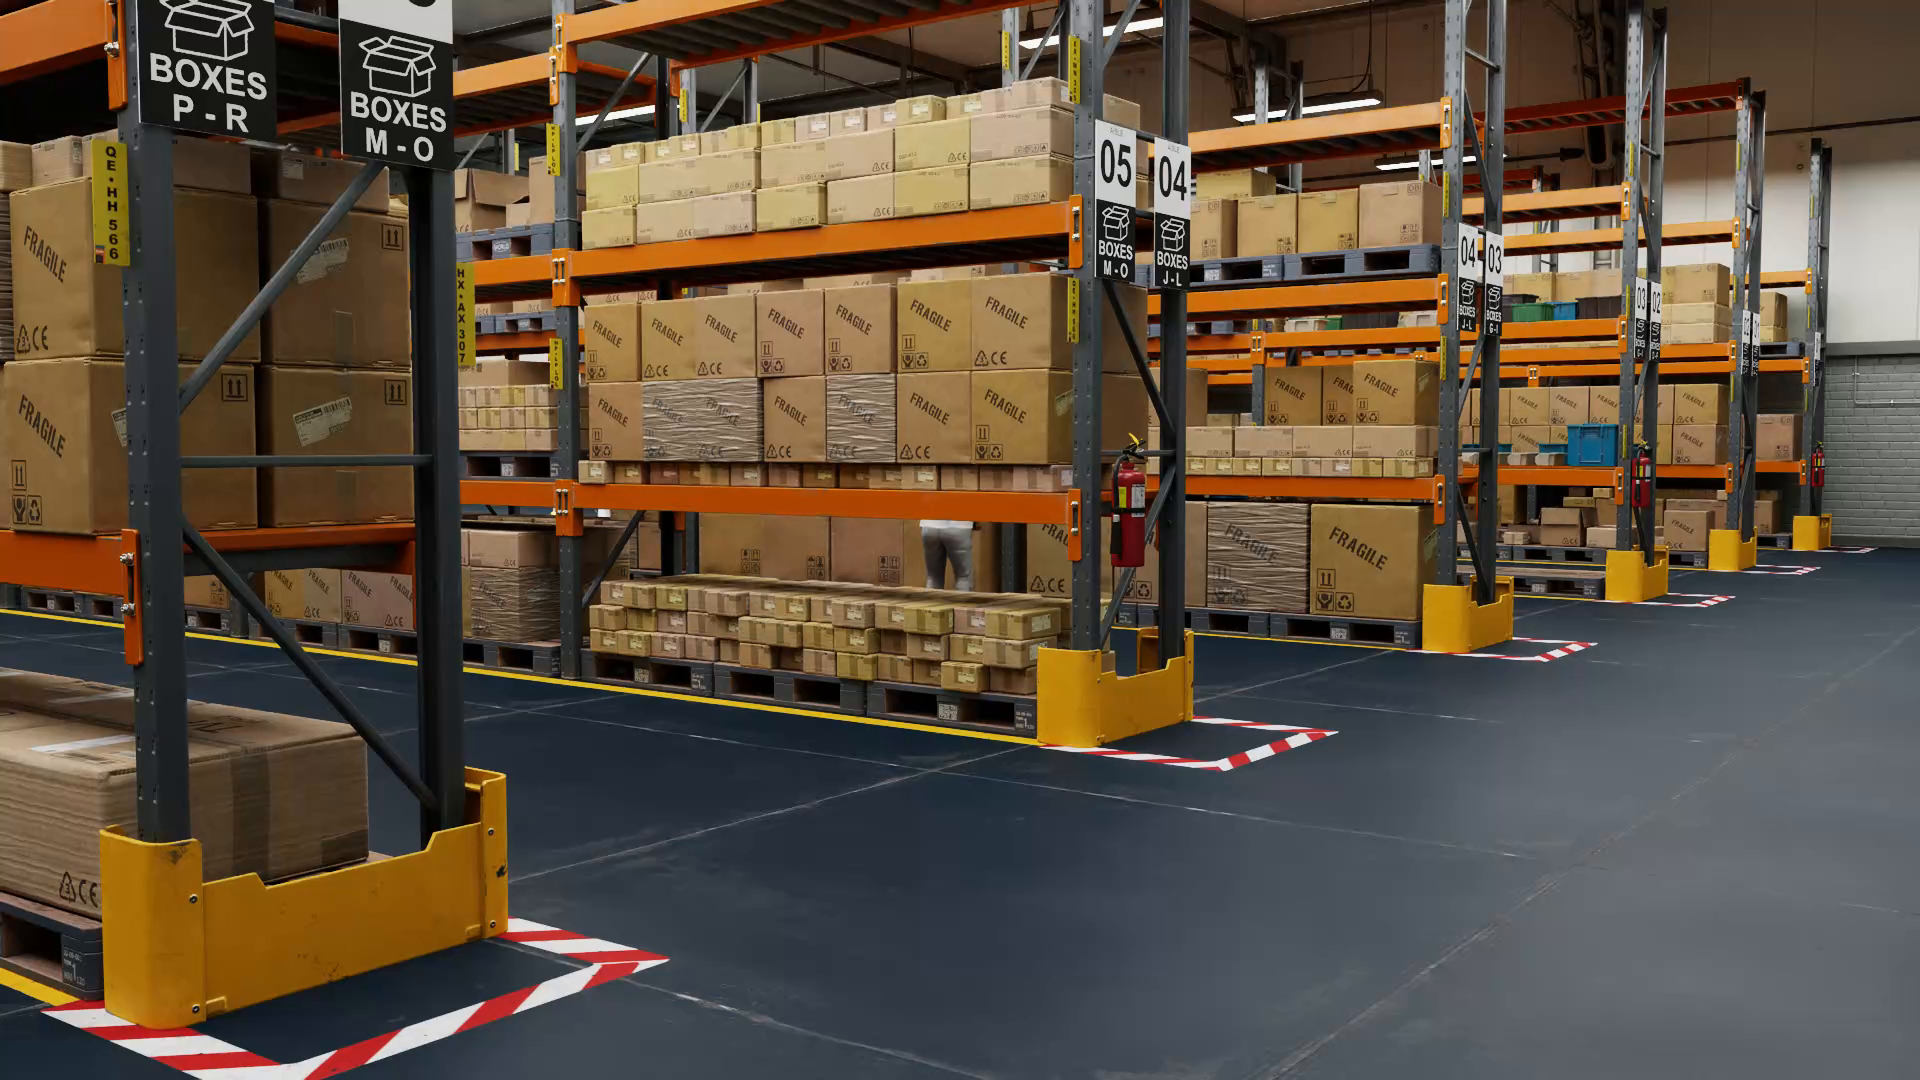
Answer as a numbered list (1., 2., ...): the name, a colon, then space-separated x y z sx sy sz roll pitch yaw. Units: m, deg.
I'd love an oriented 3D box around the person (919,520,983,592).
1. person: -0.073 -0.048 13.539 0.453 1.653 0.541 2 4 29
